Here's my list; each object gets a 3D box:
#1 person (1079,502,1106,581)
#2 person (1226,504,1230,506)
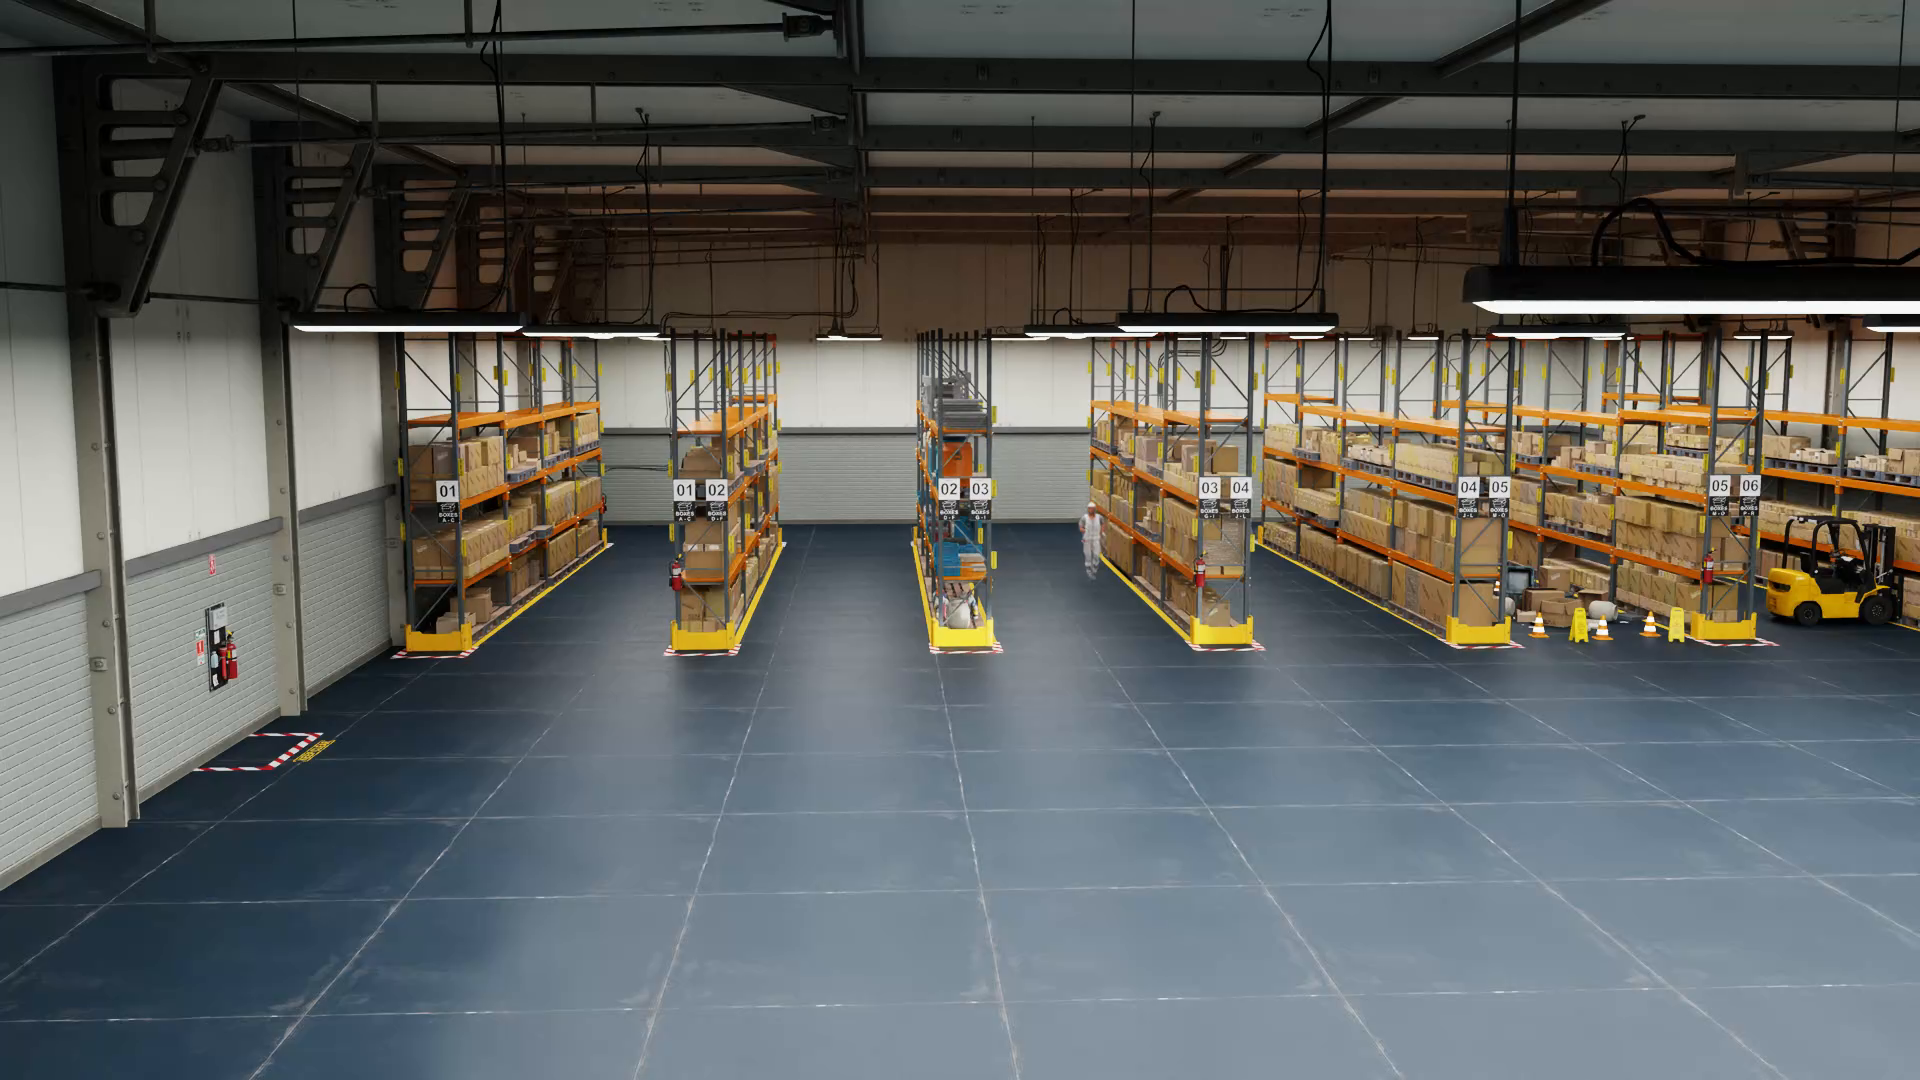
[{"bbox_3d":[3.069,0.035,38.446,0.654,1.821,0.759,0,7,-1],"label":"person"},{"bbox_3d":[7.458,-0.787,47.931,0.727,1.783,0.676,3,7,26],"label":"person"}]
